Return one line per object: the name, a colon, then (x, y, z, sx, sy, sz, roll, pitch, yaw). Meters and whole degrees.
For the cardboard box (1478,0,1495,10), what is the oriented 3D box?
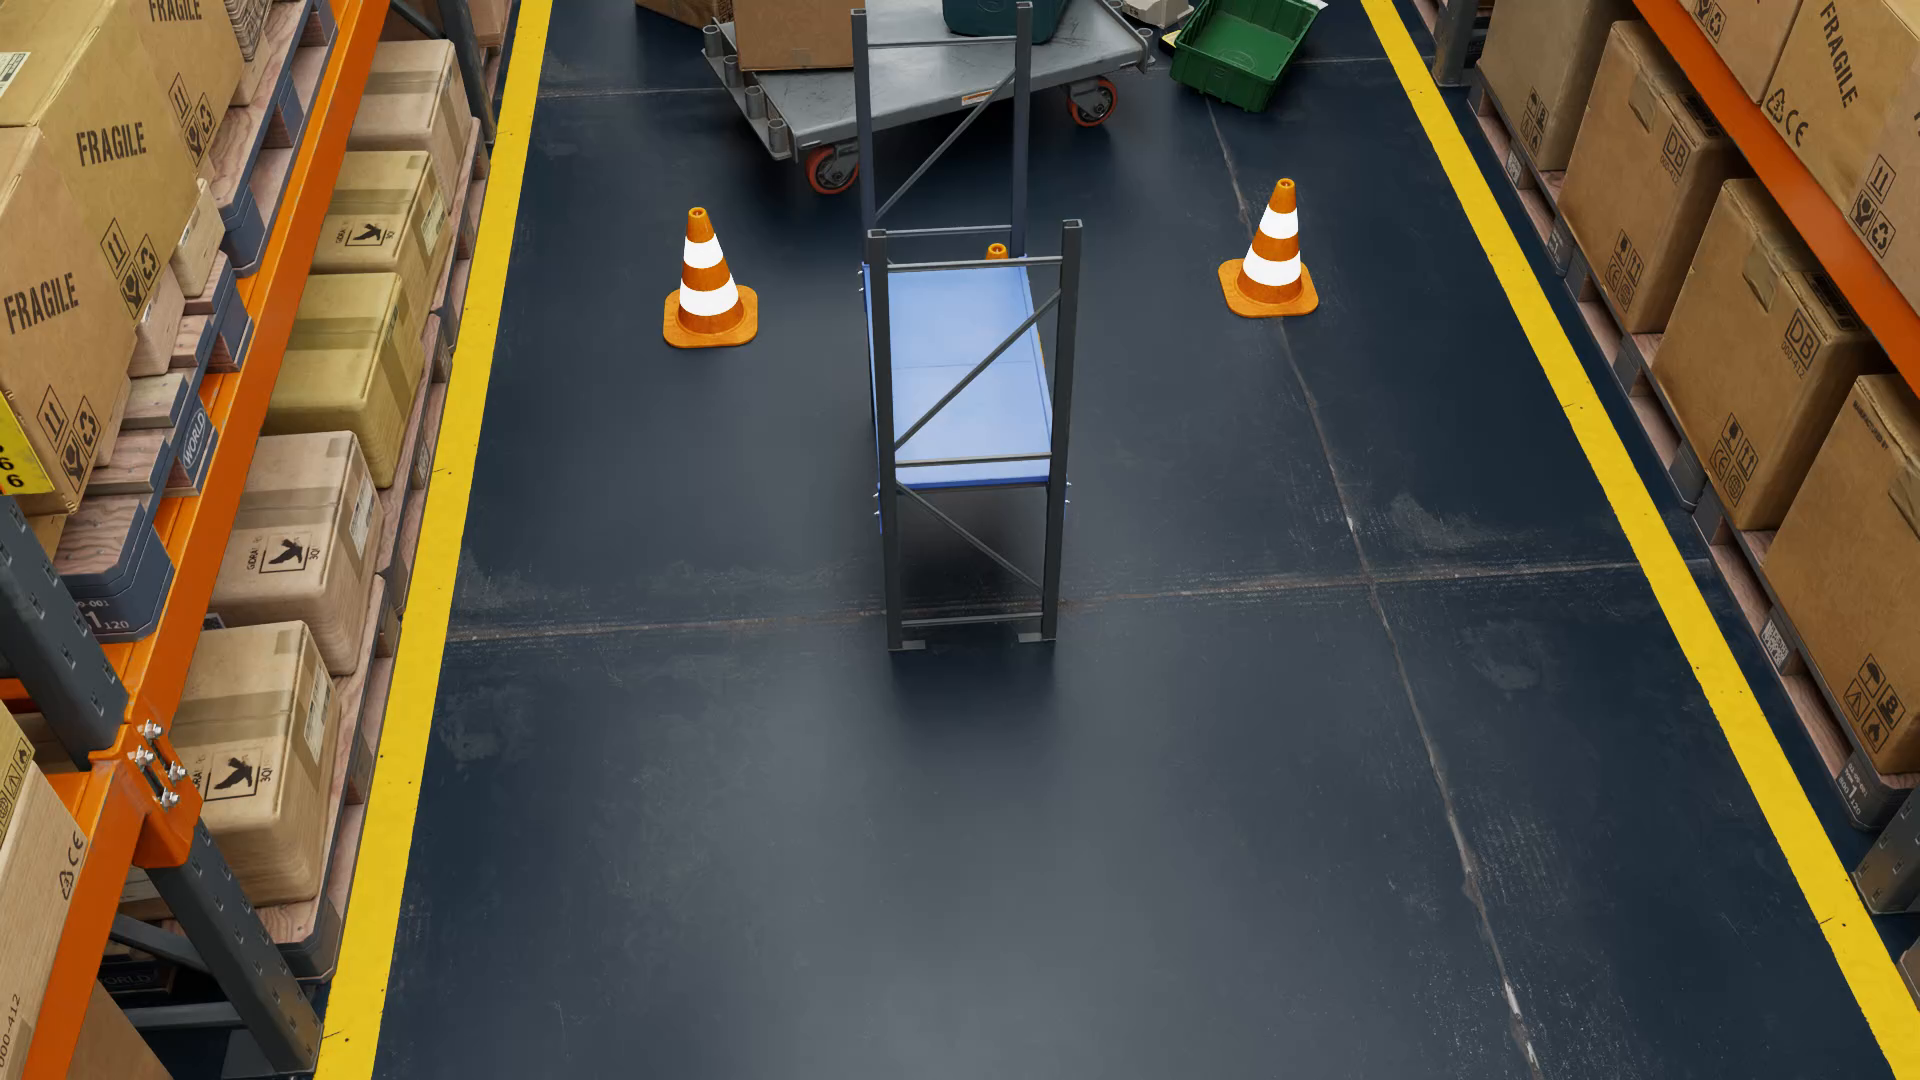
cardboard box: (2.543, -2.894, 7.099, 0.875, 0.875, 0.875, -3, 47, -3)

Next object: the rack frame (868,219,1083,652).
rack frame: (0.035, -0.210, 4.416, 0.500, 1.500, 0.032, -3, 47, -3)

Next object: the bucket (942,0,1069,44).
bucket: (0.217, -2.377, 6.643, 0.726, 0.611, 0.620, 11, 58, 10)

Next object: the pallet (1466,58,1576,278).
pallet: (2.665, -1.509, 6.534, 1.003, 0.211, 1.213, -3, 47, -3)

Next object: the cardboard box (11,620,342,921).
cardboard box: (-2.101, 0.596, 4.140, 0.950, 0.372, 0.625, -6, 47, -6)

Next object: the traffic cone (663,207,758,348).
traffic cone: (-0.900, -0.963, 5.843, 0.336, 0.463, 0.334, -3, 47, -3)

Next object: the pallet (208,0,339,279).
pallet: (-2.270, -1.117, 4.374, 1.003, 0.211, 1.213, -3, 47, -3)

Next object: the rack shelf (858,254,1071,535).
rack shelf: (-0.007, -0.454, 4.895, 0.538, 0.185, 1.000, -3, 47, -3)

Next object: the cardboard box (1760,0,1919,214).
cardboard box: (2.473, -1.194, 4.246, 0.500, 0.500, 0.500, -4, 47, -4)

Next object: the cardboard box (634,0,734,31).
cardboard box: (-1.132, -2.647, 7.411, 0.500, 0.500, 0.500, 27, 52, 23)

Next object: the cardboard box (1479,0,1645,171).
cardboard box: (2.667, -1.949, 6.290, 1.050, 0.750, 0.750, -4, 47, -3)

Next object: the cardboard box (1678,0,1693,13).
cardboard box: (2.384, -1.932, 4.945, 0.500, 0.500, 0.500, -4, 47, -4)

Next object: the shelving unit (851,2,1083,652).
shelving unit: (-0.007, -0.577, 4.764, 0.538, 1.500, 1.048, -3, 47, -3)

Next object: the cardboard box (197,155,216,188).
cardboard box: (-1.973, -0.835, 3.859, 0.380, 0.149, 0.250, -1, 47, -1)

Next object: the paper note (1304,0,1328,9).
paper note: (1.567, -2.432, 7.532, 0.147, 0.020, 0.142, -36, 56, -29)

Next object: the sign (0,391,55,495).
sign: (-1.511, -0.188, 2.564, 0.100, 0.325, 0.005, -3, 47, -3)

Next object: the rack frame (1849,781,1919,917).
rack frame: (2.861, -0.127, 3.305, 1.000, 3.000, 0.127, -3, 47, -3)

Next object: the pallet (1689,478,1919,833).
pallet: (2.870, 0.257, 4.862, 1.003, 0.211, 1.213, -3, 47, -3)

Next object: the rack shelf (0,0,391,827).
rack shelf: (-2.231, -0.953, 4.582, 1.077, 0.370, 4.000, -3, 47, -3)

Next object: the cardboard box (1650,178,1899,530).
cardboard box: (2.823, -0.577, 4.990, 1.050, 0.750, 0.750, -3, 47, -3)

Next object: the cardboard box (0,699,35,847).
cardboard box: (-1.770, 0.461, 2.506, 0.500, 0.250, 0.500, -4, 47, -3)

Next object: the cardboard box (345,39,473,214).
cardboard box: (-2.352, -1.509, 6.134, 0.950, 0.372, 0.625, -3, 47, -3)

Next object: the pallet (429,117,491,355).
pallet: (-2.332, -1.125, 6.170, 1.003, 0.211, 1.213, -3, 47, -3)

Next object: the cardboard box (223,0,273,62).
cardboard box: (-2.007, -1.497, 4.039, 0.500, 0.500, 0.500, -5, 47, -5)

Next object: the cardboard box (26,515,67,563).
cardboard box: (-1.906, -0.058, 3.123, 0.380, 0.149, 0.250, -6, 47, -6)

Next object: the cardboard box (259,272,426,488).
cardboard box: (-2.229, -0.486, 5.165, 0.950, 0.372, 0.625, -2, 47, -2)

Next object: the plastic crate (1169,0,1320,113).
plastic crate: (1.206, -2.120, 7.089, 0.450, 0.188, 0.662, 25, 51, 9)

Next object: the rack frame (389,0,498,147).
rack frame: (-2.398, -2.647, 5.691, 1.000, 3.000, 0.127, -3, 47, -3)

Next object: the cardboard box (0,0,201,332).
cardboard box: (-1.921, -0.751, 3.332, 0.500, 0.500, 0.500, -1, 47, -1)

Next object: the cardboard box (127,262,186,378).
cardboard box: (-1.873, -0.465, 3.508, 0.380, 0.149, 0.250, -6, 47, -6)

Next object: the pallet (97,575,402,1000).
pallet: (-2.128, 0.640, 4.498, 1.003, 0.211, 1.213, -3, 47, -3)
